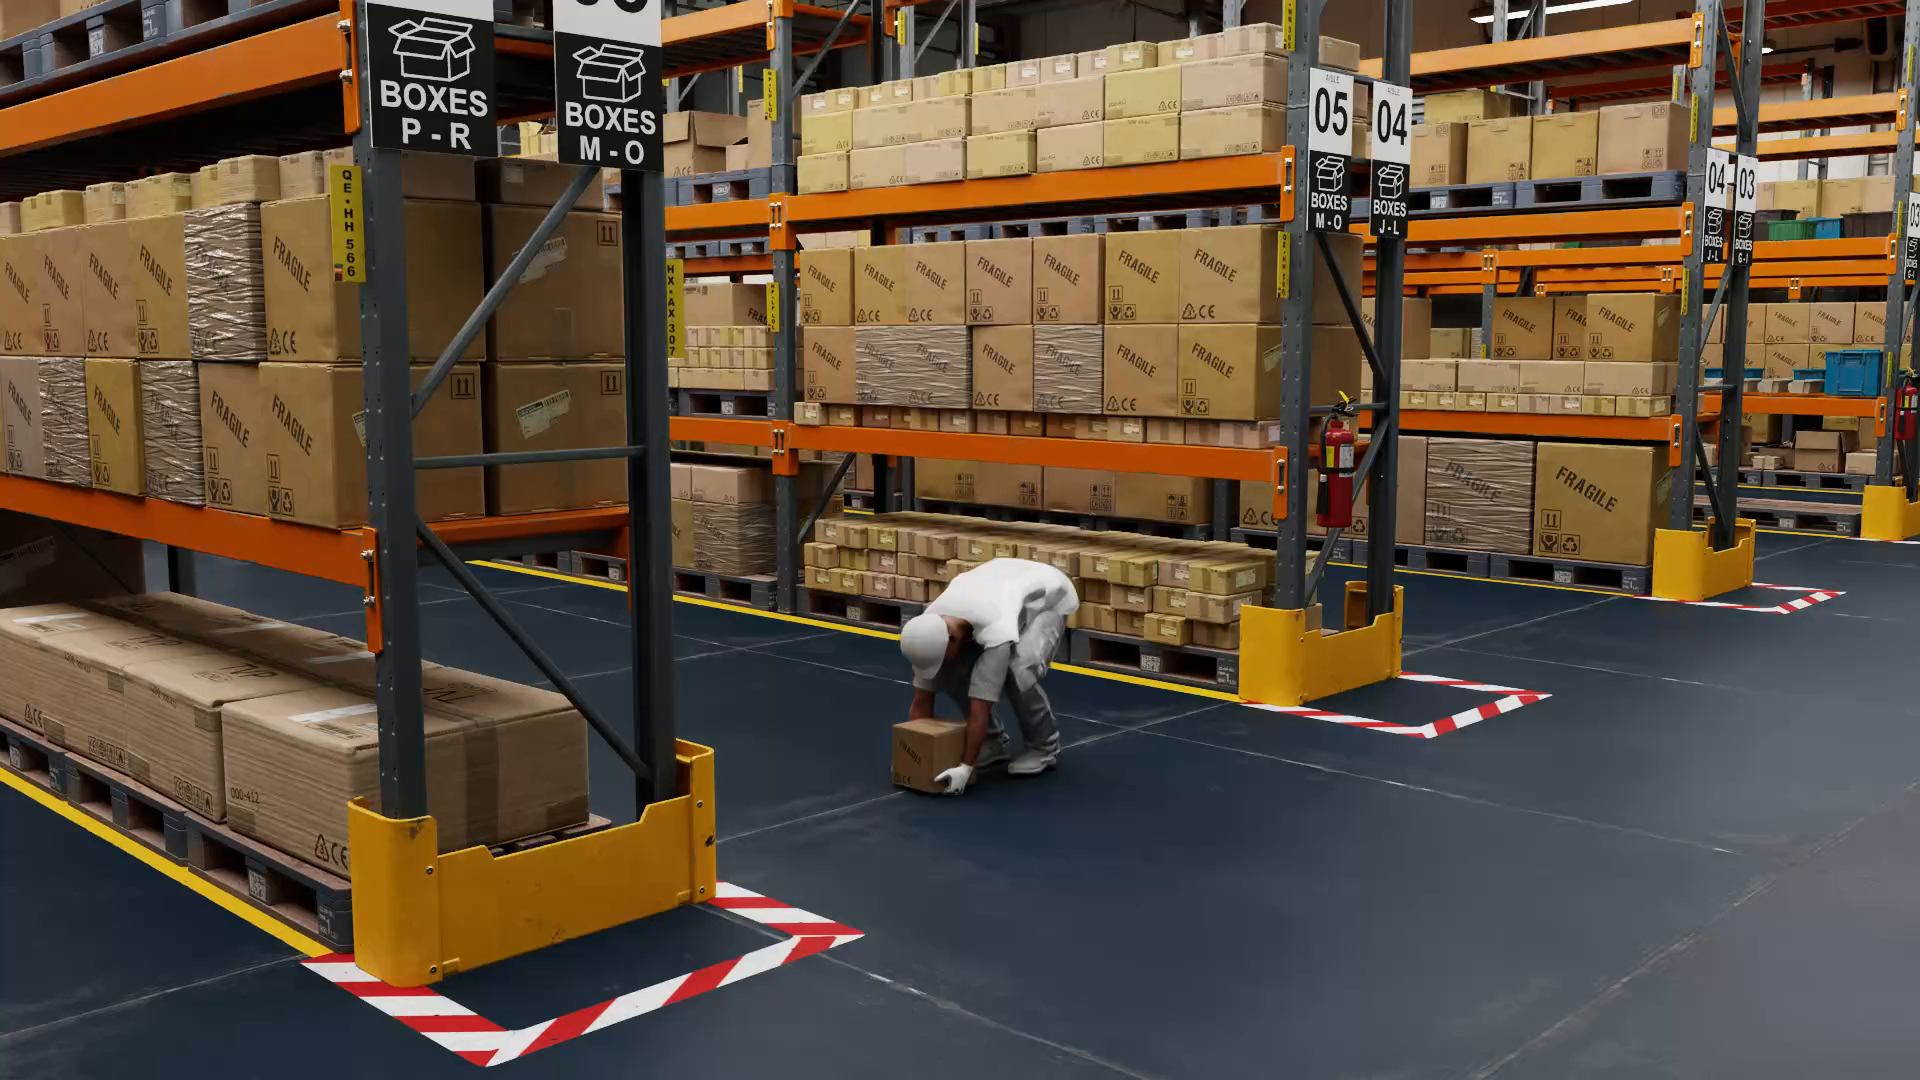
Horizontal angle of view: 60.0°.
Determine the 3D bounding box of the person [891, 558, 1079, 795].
[{"bbox_3d":[0.114,0.562,7.153,0.521,0.925,0.985,6,9,41],"label":"person"}]
